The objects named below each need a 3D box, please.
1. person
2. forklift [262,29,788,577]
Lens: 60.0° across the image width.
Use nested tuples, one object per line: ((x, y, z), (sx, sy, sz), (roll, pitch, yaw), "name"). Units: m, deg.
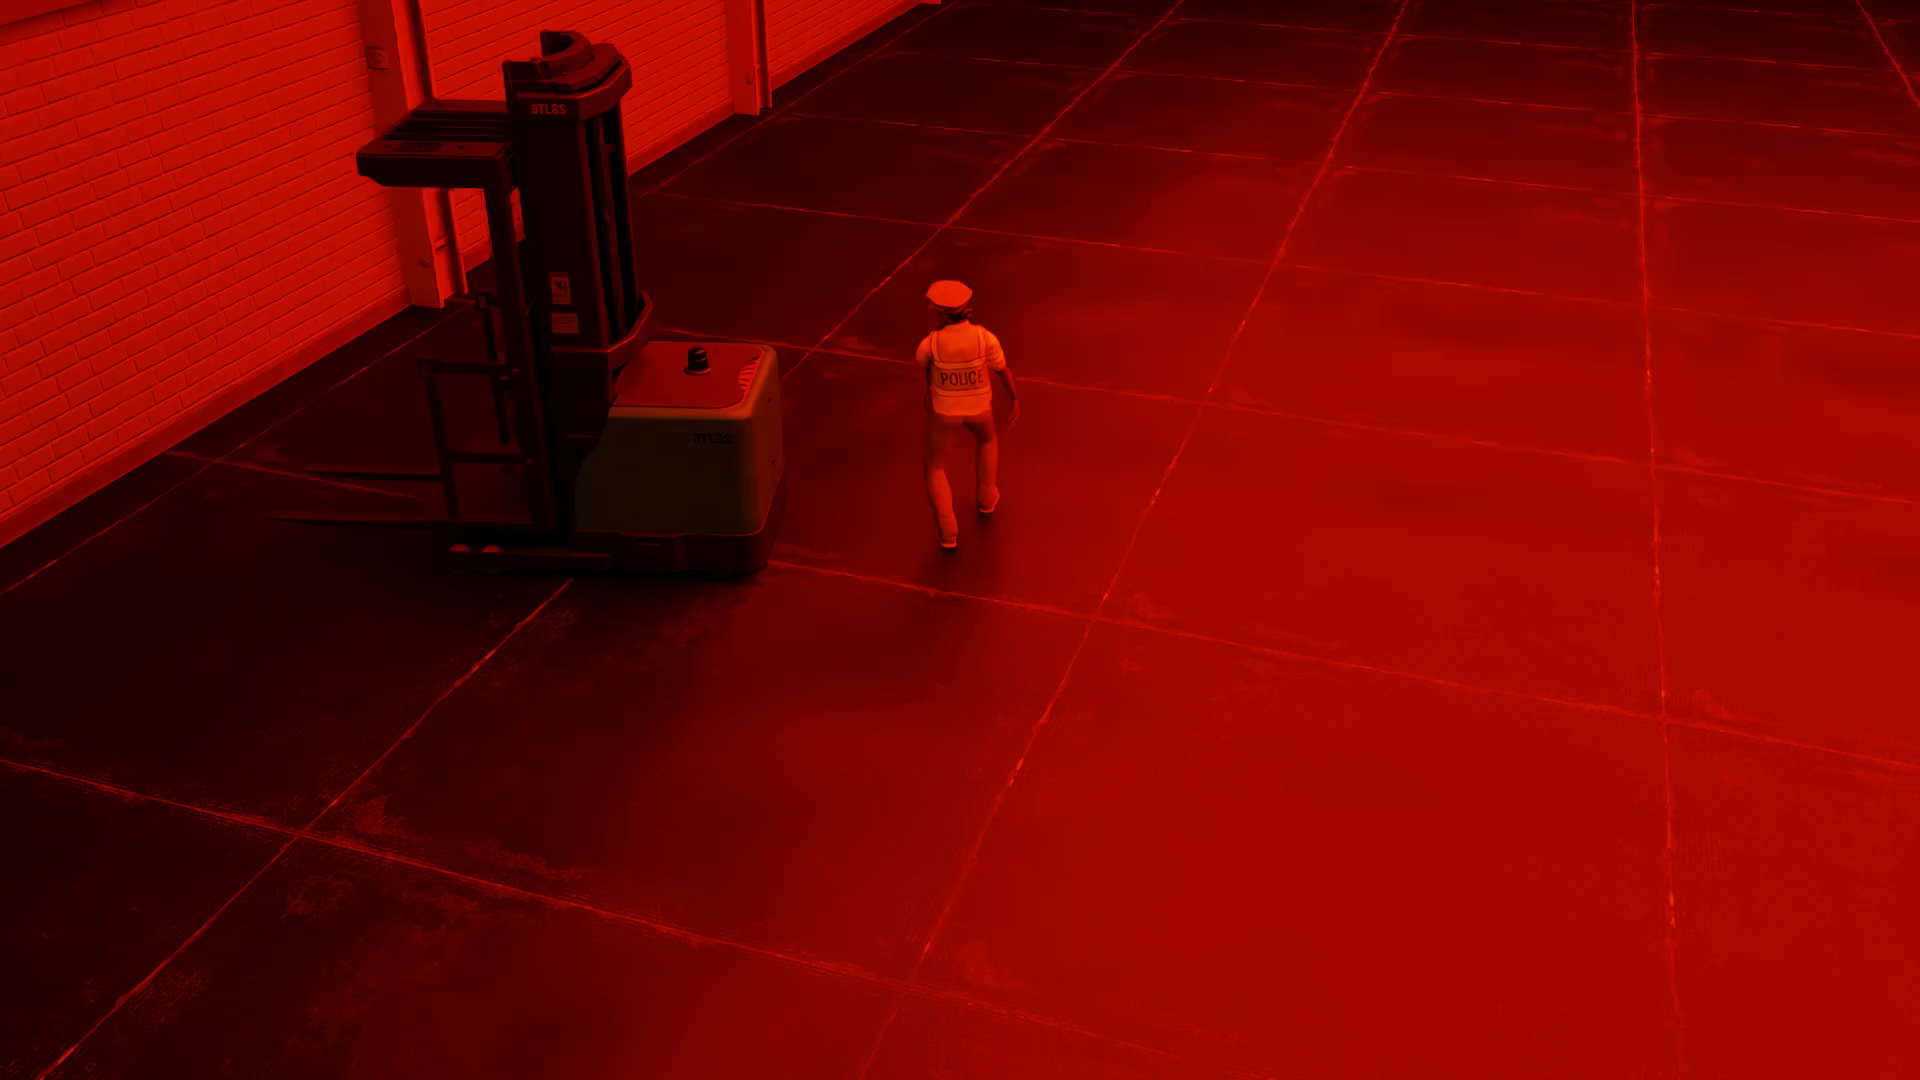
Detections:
((0.042, -0.824, 9.950), (0.622, 1.583, 0.789), (-8, 31, -14), "person")
((-2.621, -1.331, 9.472), (3.031, 2.935, 1.130), (2, 30, 3), "forklift")
